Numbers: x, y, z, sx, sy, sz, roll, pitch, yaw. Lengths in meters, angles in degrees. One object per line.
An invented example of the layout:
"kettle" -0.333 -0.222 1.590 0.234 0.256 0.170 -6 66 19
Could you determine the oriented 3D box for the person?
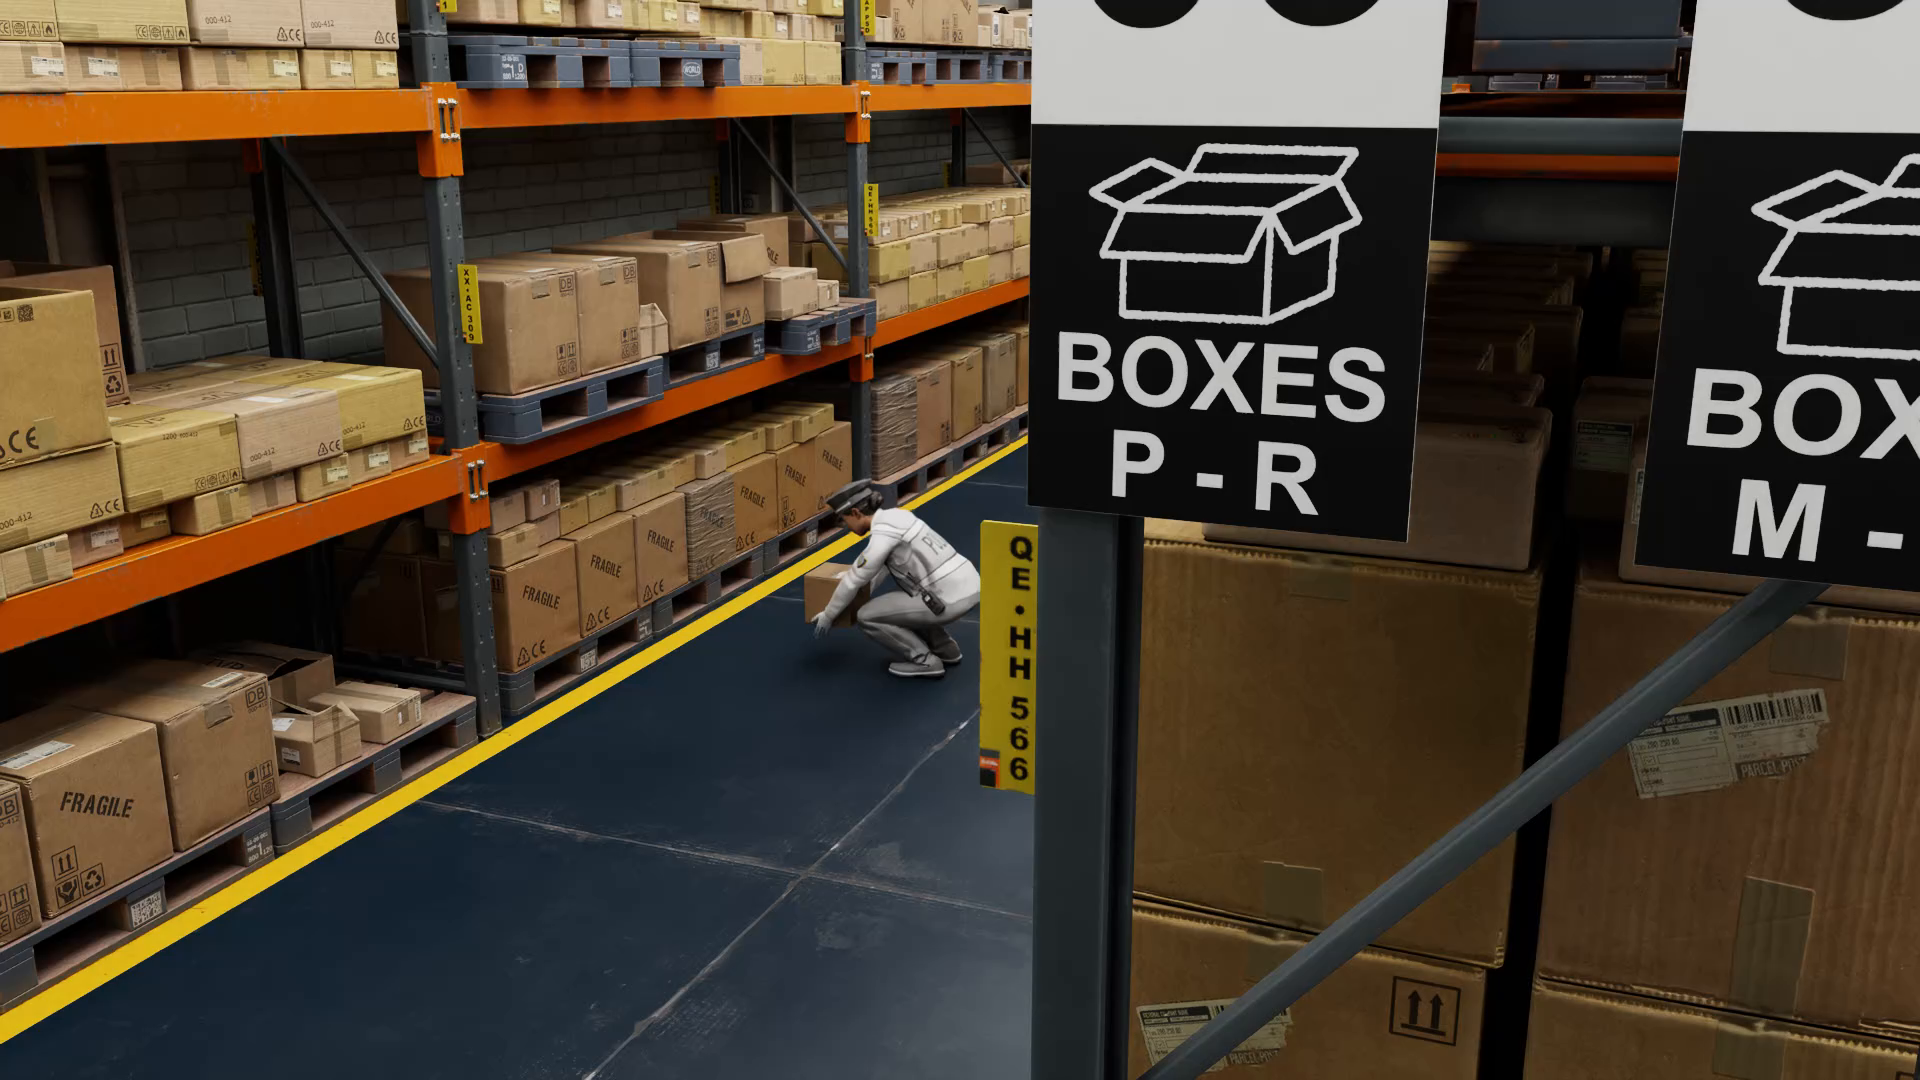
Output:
"person" 3.595 -0.762 9.251 7.261 2.202 5.544 6 17 20
